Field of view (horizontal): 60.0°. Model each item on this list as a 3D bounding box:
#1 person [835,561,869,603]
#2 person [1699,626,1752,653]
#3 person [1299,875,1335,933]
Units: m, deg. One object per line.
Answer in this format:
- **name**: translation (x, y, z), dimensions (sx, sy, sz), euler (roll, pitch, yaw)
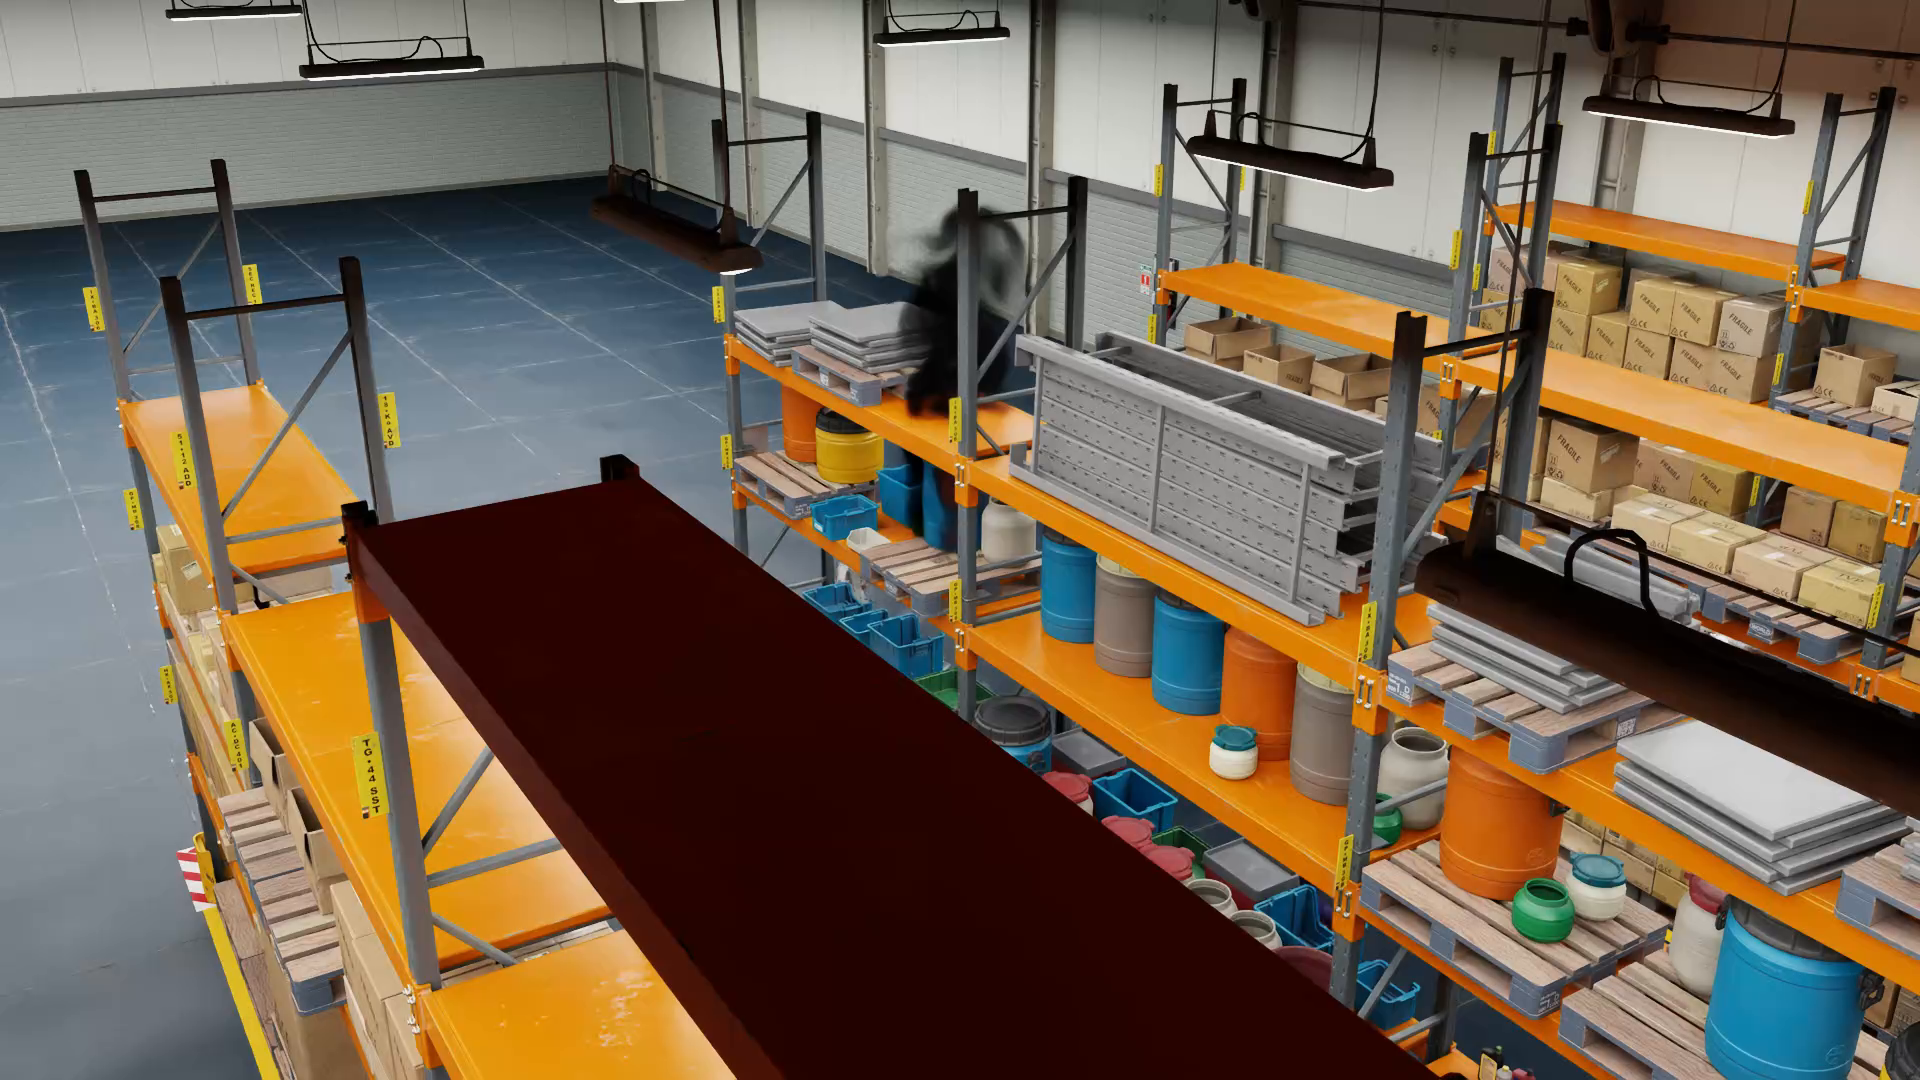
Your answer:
- **person**: translation (-1.133, 0.706, 17.468), dimensions (0.791, 1.622, 0.553), euler (7, 23, 17)
- **person**: translation (6.938, 1.581, 15.249), dimensions (0.729, 1.732, 1.056), euler (-11, 24, -25)
- **person**: translation (2.811, 2.504, 13.064), dimensions (0.590, 1.601, 0.714), euler (-12, 25, -28)
